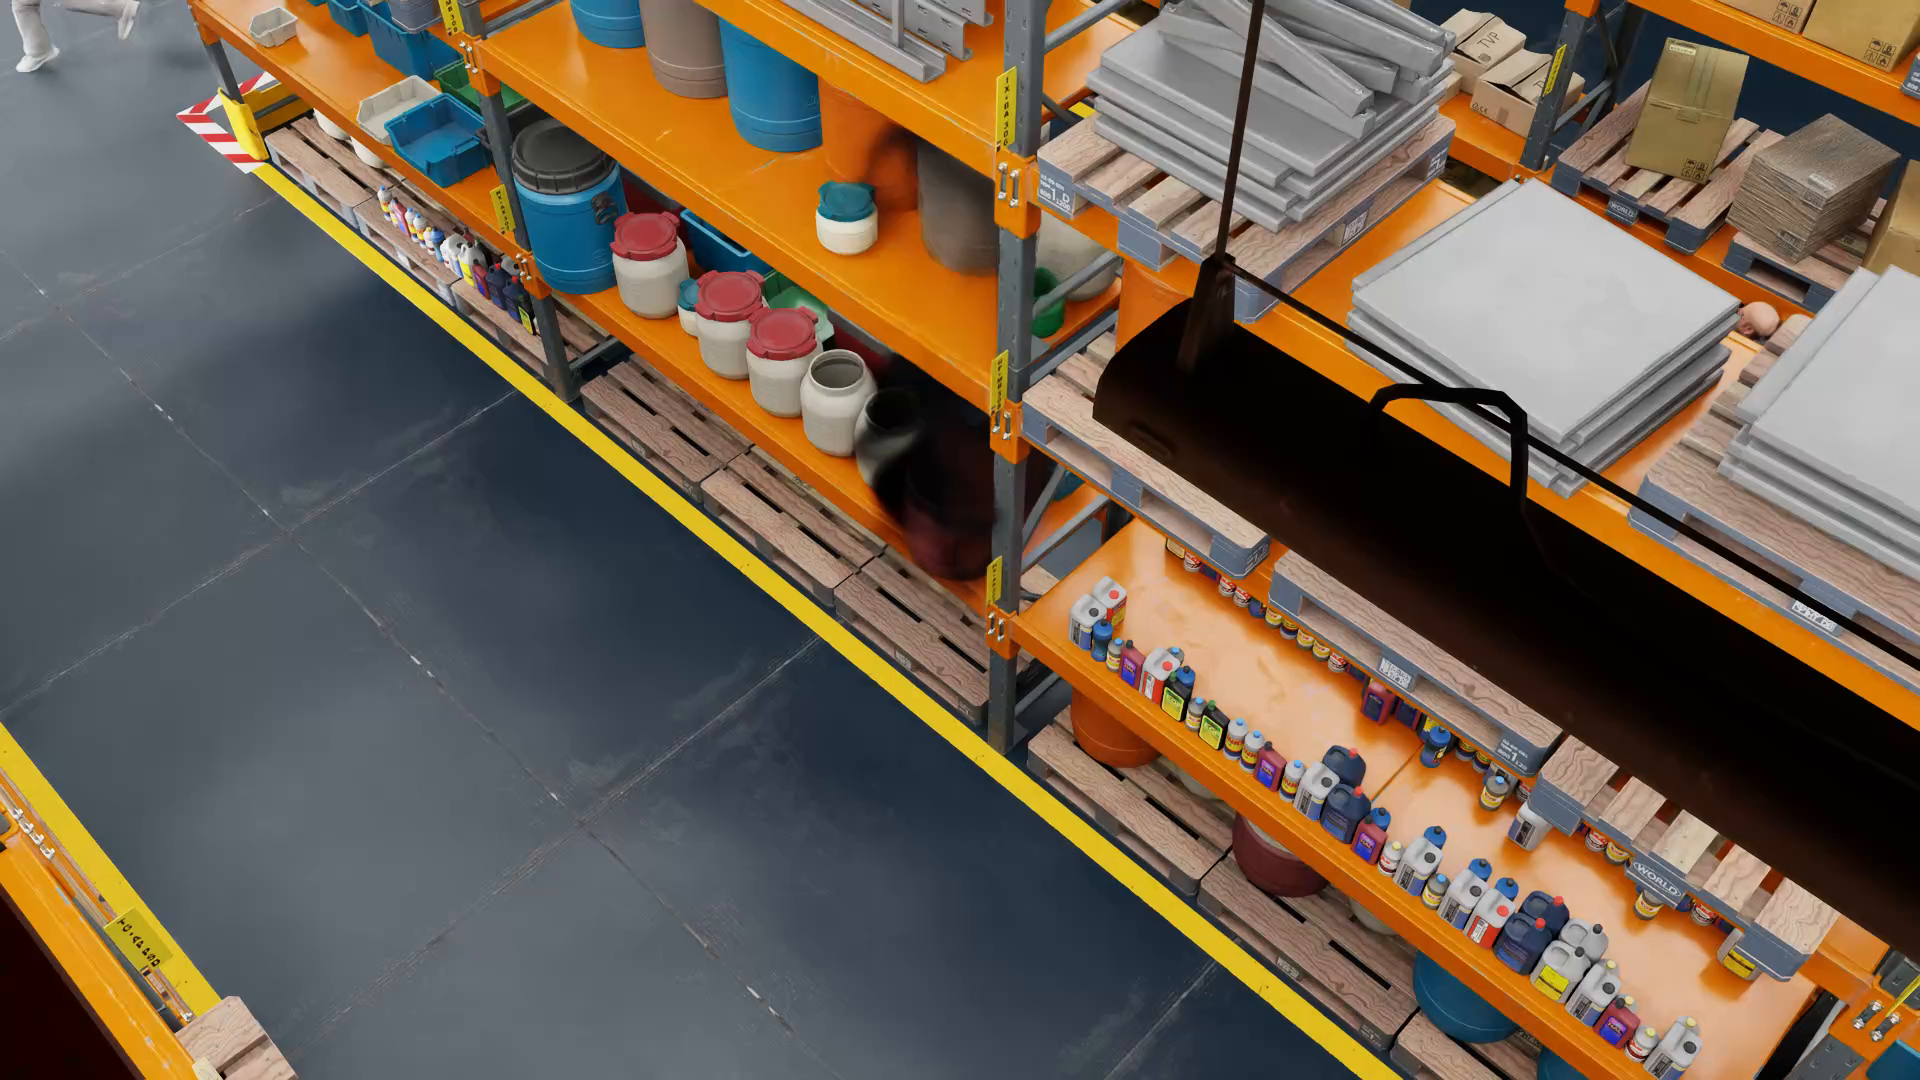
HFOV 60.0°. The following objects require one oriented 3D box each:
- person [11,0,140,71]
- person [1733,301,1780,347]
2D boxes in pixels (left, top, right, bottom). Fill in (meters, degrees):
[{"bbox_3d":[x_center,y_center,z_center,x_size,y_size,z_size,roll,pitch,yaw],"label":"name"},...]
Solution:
[{"bbox_3d":[-7.185,-4.444,13.119,1.128,1.591,0.714,-8,51,-7],"label":"person"},{"bbox_3d":[4.279,-0.671,9.494,0.674,1.555,0.607,-35,58,-26],"label":"person"}]
